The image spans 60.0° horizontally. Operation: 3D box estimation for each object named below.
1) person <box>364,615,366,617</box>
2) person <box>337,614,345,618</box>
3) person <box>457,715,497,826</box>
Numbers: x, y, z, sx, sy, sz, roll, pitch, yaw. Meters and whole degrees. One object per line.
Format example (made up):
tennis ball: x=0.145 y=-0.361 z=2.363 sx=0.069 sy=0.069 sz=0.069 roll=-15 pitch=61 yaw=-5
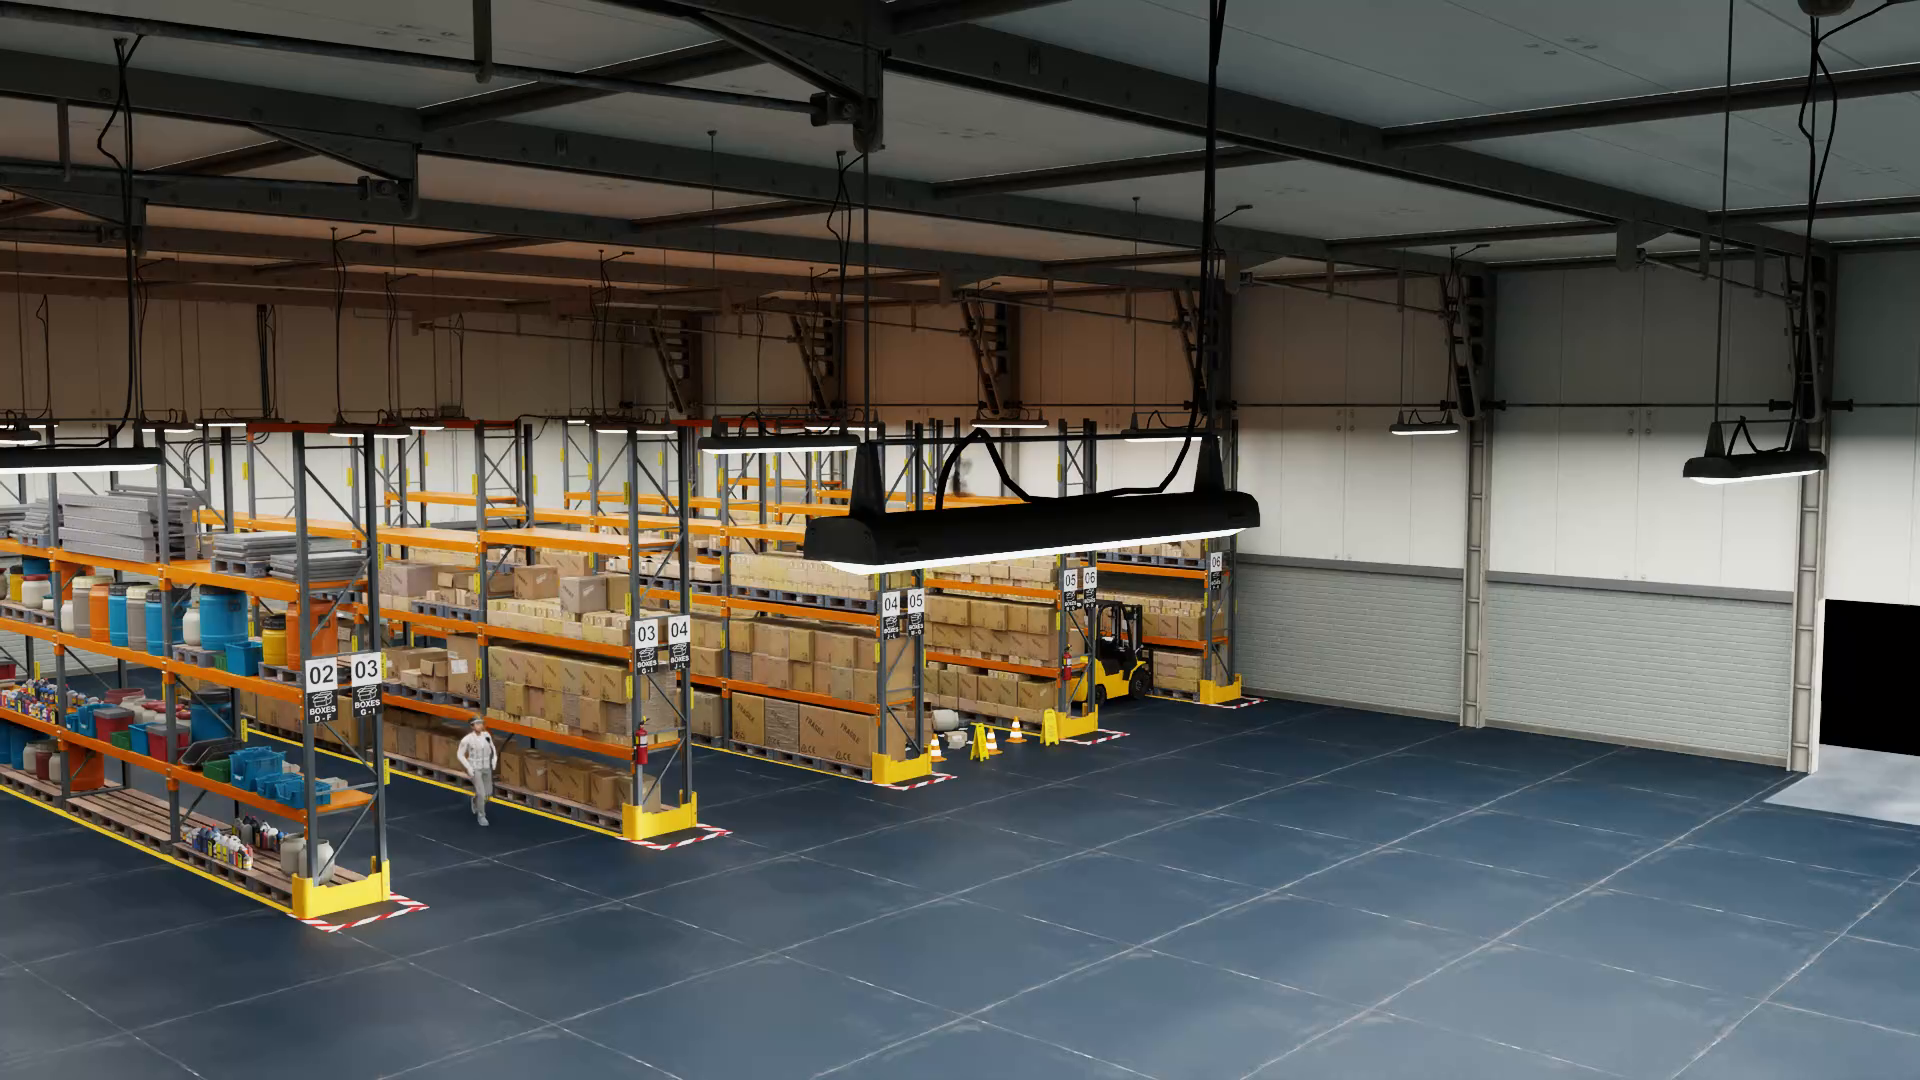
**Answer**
person: x=-13.348 y=2.467 z=36.881 sx=0.702 sy=1.747 sz=0.768 roll=-4 pitch=6 yaw=-40
person: x=-14.004 y=2.475 z=37.468 sx=0.648 sy=1.630 sz=0.778 roll=-1 pitch=5 yaw=-12
person: x=-7.307 y=3.454 z=25.170 sx=0.584 sy=1.669 sz=0.629 roll=5 pitch=7 yaw=45
